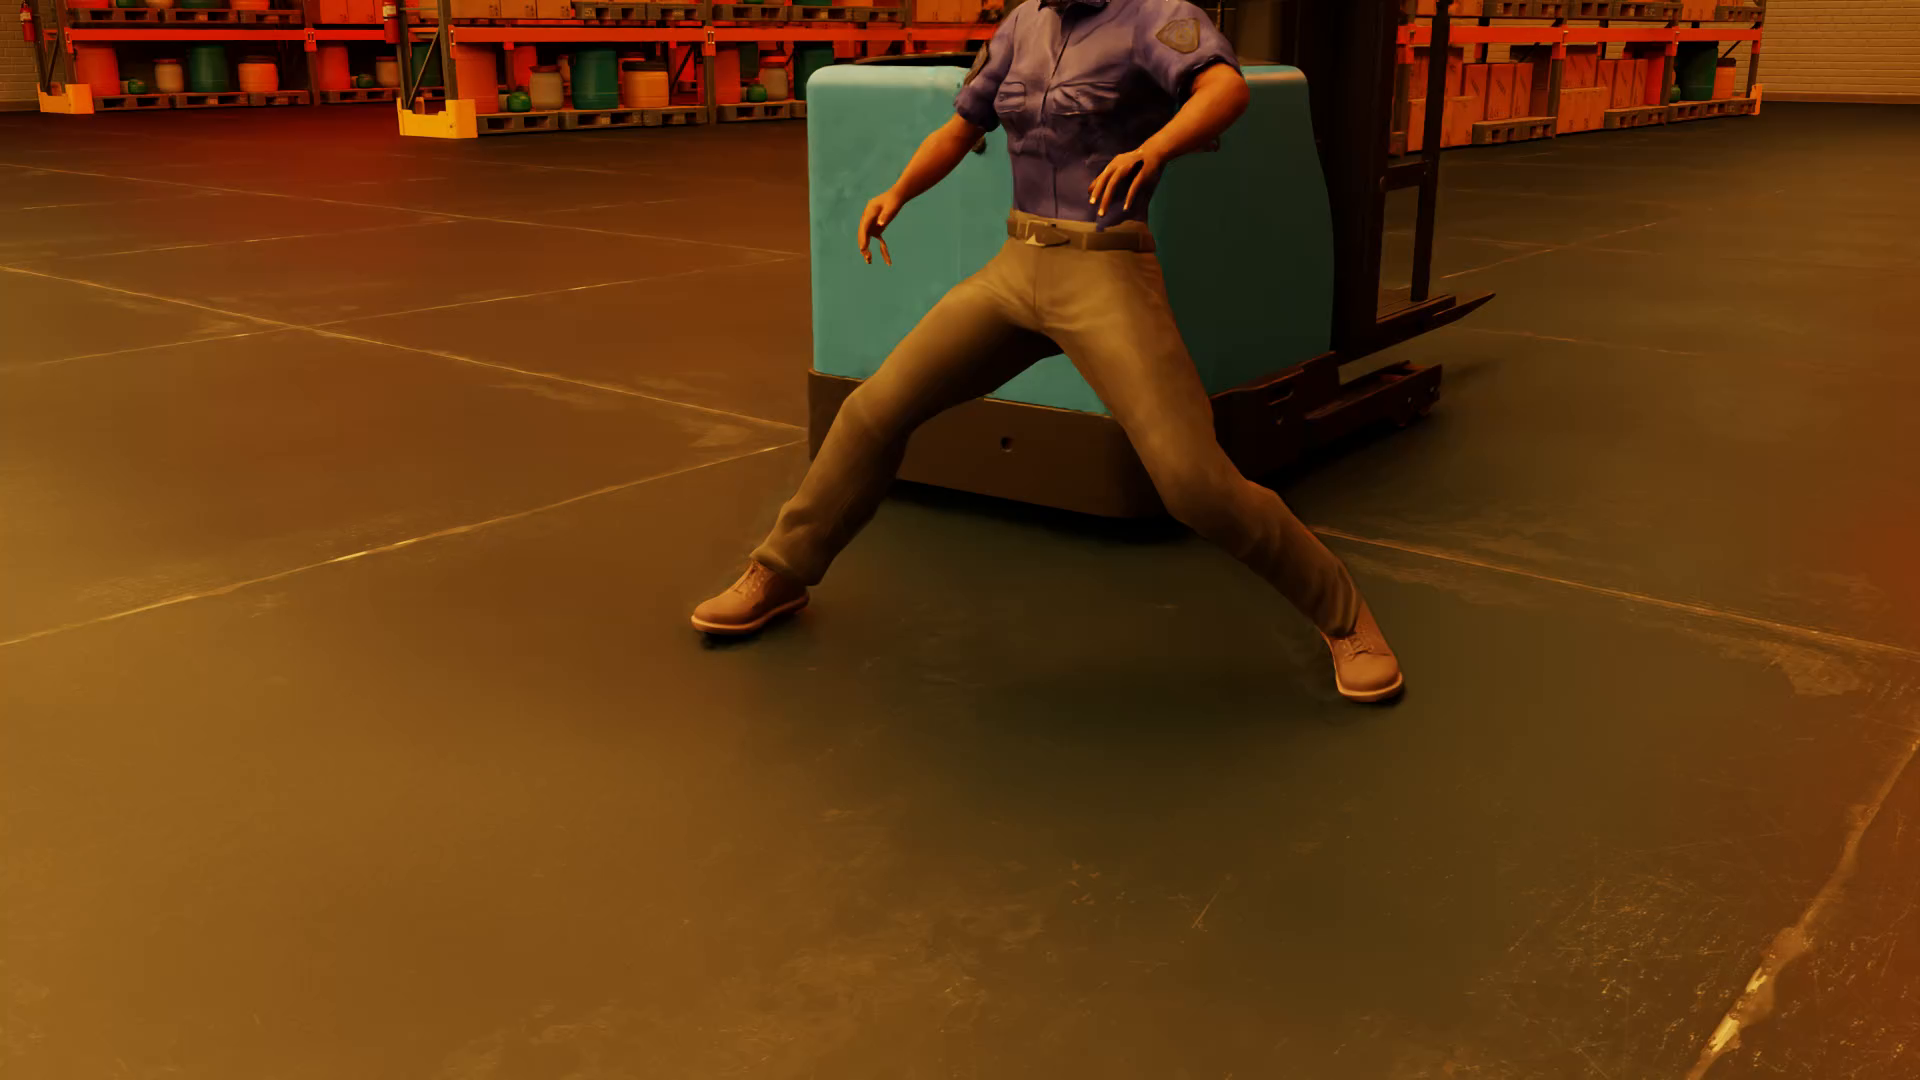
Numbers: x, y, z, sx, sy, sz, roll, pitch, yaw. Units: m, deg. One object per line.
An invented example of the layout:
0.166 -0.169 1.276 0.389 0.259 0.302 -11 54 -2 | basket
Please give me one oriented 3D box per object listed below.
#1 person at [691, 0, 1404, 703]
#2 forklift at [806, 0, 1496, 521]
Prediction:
0.160 -0.462 2.992 0.911 1.463 1.176 -15 22 -40 | person
0.862 -1.816 4.879 1.130 2.935 3.031 12 20 33 | forklift
